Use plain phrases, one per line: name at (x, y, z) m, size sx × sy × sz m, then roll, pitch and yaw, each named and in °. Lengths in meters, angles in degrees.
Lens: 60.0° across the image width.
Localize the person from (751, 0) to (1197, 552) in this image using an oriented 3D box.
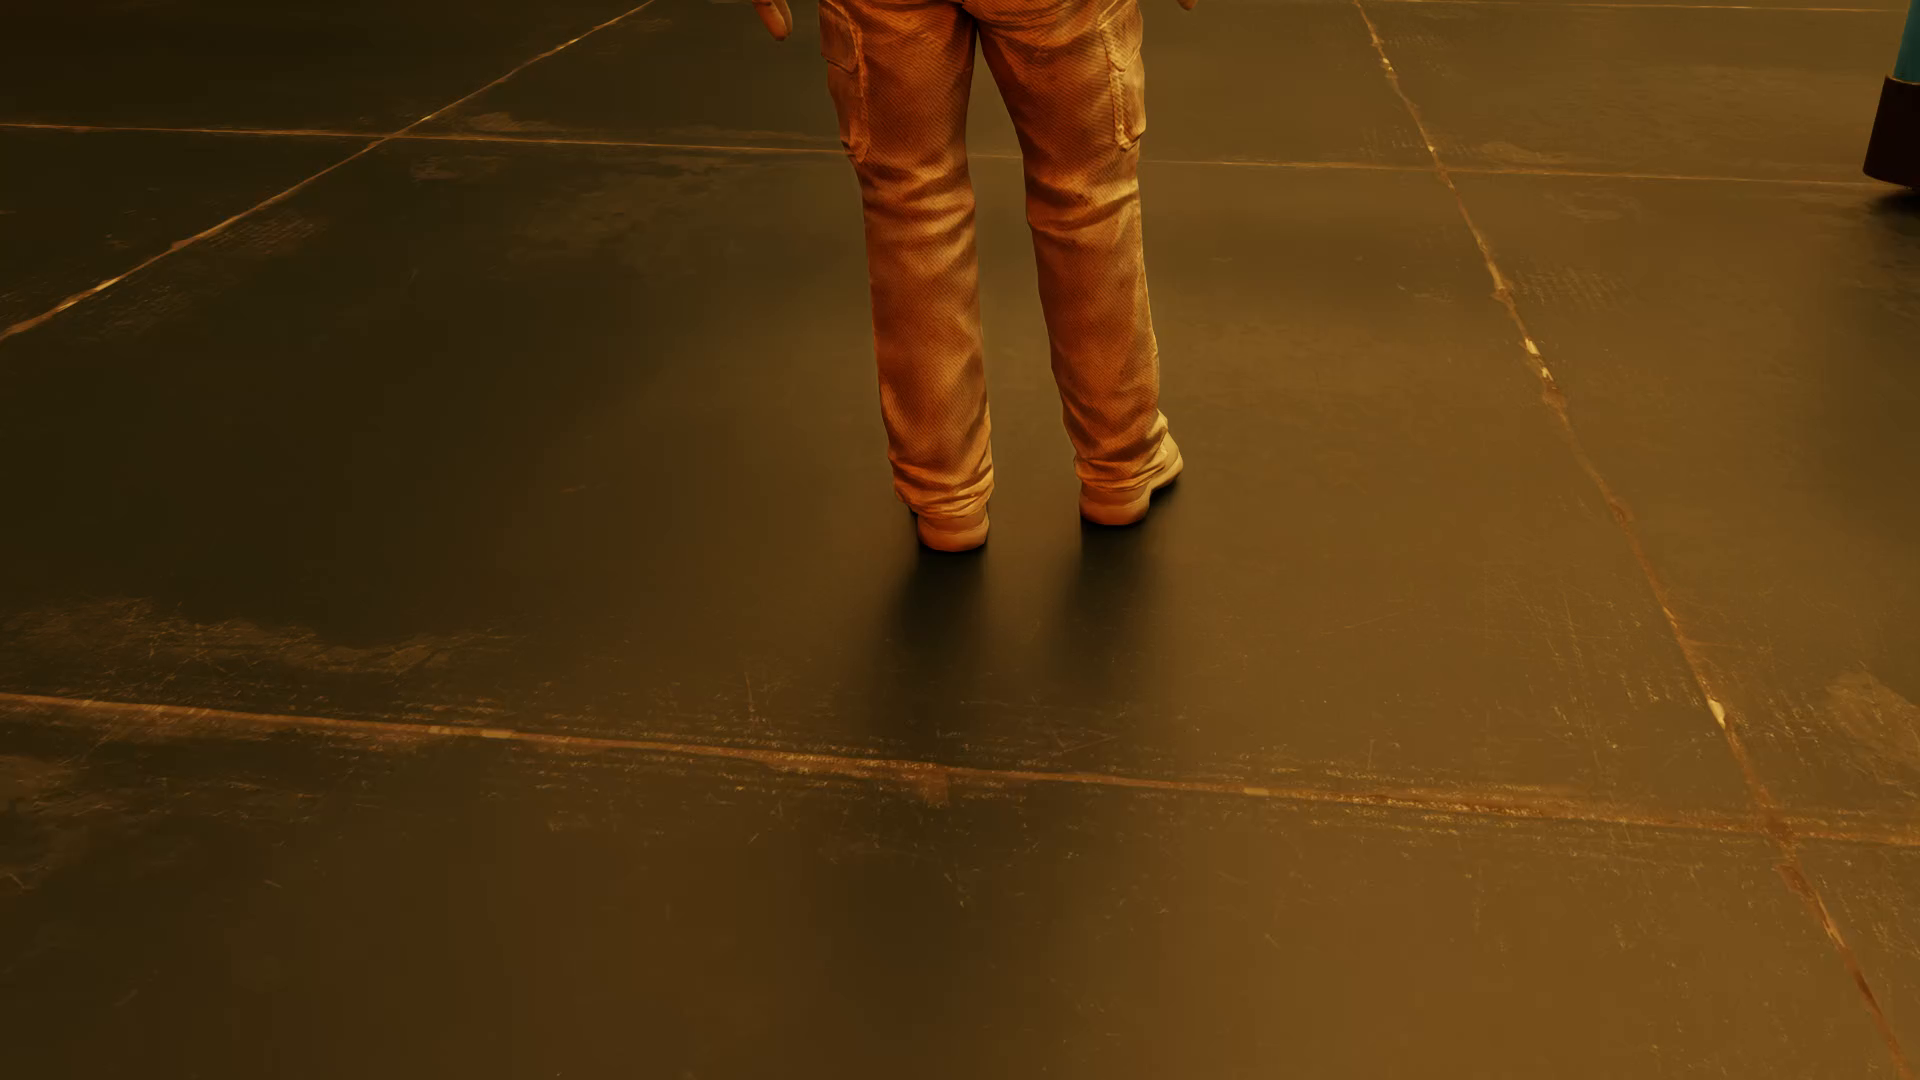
person at (0.019, -0.836, 2.161) m, size 0.656 × 1.782 × 0.577 m, roll 3°, pitch 27°, yaw 7°

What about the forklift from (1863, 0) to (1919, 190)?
forklift at (3.802, -2.323, 3.873) m, size 3.031 × 2.935 × 1.130 m, roll -15°, pitch 30°, yaw -27°
